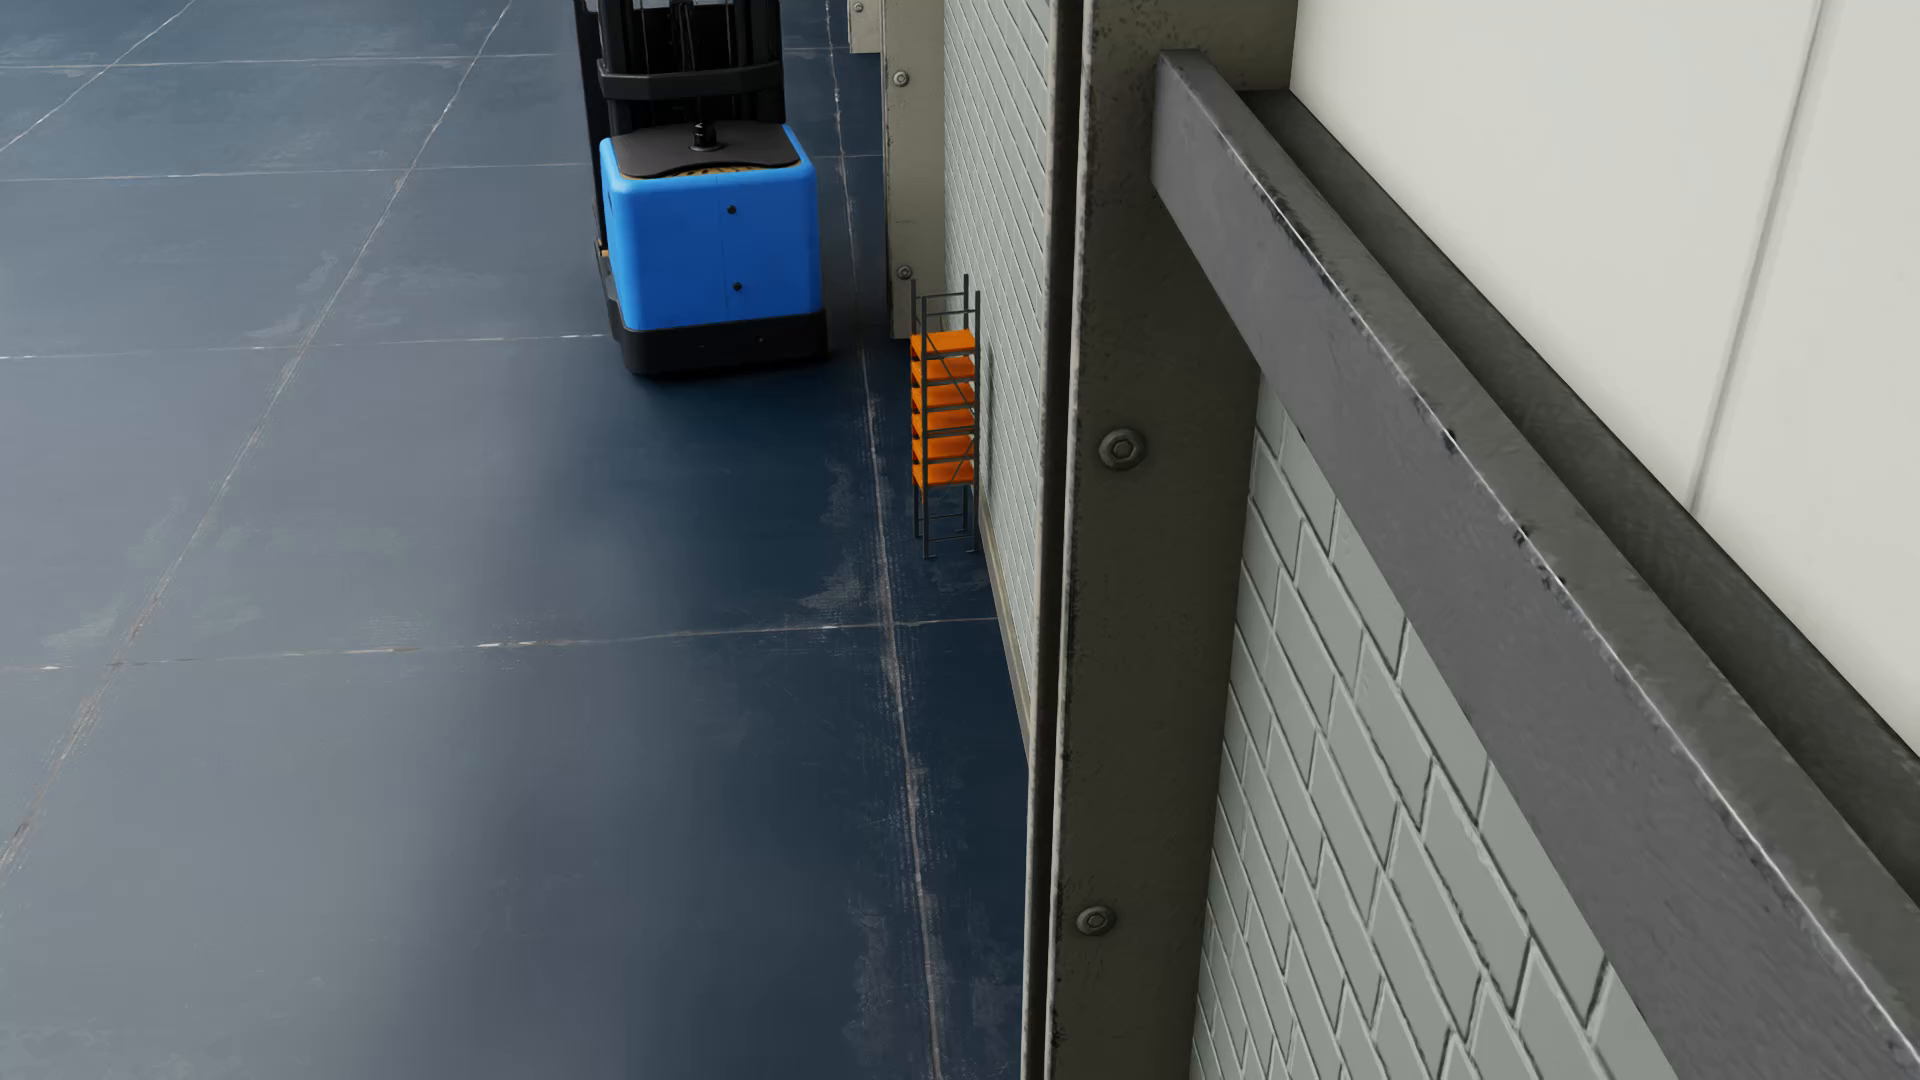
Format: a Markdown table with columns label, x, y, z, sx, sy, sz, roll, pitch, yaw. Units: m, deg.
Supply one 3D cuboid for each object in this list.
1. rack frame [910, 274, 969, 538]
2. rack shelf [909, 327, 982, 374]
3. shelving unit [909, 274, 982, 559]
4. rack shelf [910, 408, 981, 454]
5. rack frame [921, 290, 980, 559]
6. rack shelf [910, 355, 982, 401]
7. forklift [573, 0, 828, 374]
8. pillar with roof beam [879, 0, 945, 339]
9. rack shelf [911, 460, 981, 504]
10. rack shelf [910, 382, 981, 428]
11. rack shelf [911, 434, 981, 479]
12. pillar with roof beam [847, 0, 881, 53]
| label | x | y | z | sx | sy | sz | roll | pitch | yaw |
| --- | --- | --- | --- | --- | --- | --- | --- | --- | --- |
| rack frame | -0.083 | -0.543 | 6.988 | 0.240 | 1.200 | 0.006 | -7 | 32 | -12 |
| rack shelf | -0.060 | -0.769 | 6.751 | 0.258 | 0.103 | 0.180 | -7 | 32 | -12 |
| shelving unit | -0.060 | -0.498 | 6.912 | 0.258 | 1.200 | 0.189 | -7 | 32 | -12 |
| rack shelf | -0.060 | -0.460 | 6.935 | 0.258 | 0.103 | 0.180 | -7 | 32 | -12 |
| rack frame | -0.037 | -0.453 | 6.836 | 0.240 | 1.200 | 0.006 | -7 | 32 | -12 |
| rack shelf | -0.060 | -0.666 | 6.812 | 0.258 | 0.103 | 0.180 | -7 | 32 | -12 |
| forklift | -1.574 | -2.852 | 9.167 | 1.130 | 2.935 | 3.031 | -8 | 32 | -13 |
| pillar with roof beam | -4.529 | -4.866 | 6.622 | 9.100 | 9.000 | 0.400 | -3 | 31 | -5 |
| rack shelf | -0.061 | -0.253 | 7.057 | 0.258 | 0.103 | 0.180 | -7 | 32 | -12 |
| rack shelf | -0.060 | -0.563 | 6.874 | 0.258 | 0.103 | 0.180 | -7 | 32 | -12 |
| rack shelf | -0.061 | -0.356 | 6.996 | 0.258 | 0.103 | 0.180 | -7 | 32 | -12 |
| pillar with roof beam | -5.089 | -7.930 | 11.750 | 9.100 | 9.000 | 0.400 | -3 | 31 | -5 |
